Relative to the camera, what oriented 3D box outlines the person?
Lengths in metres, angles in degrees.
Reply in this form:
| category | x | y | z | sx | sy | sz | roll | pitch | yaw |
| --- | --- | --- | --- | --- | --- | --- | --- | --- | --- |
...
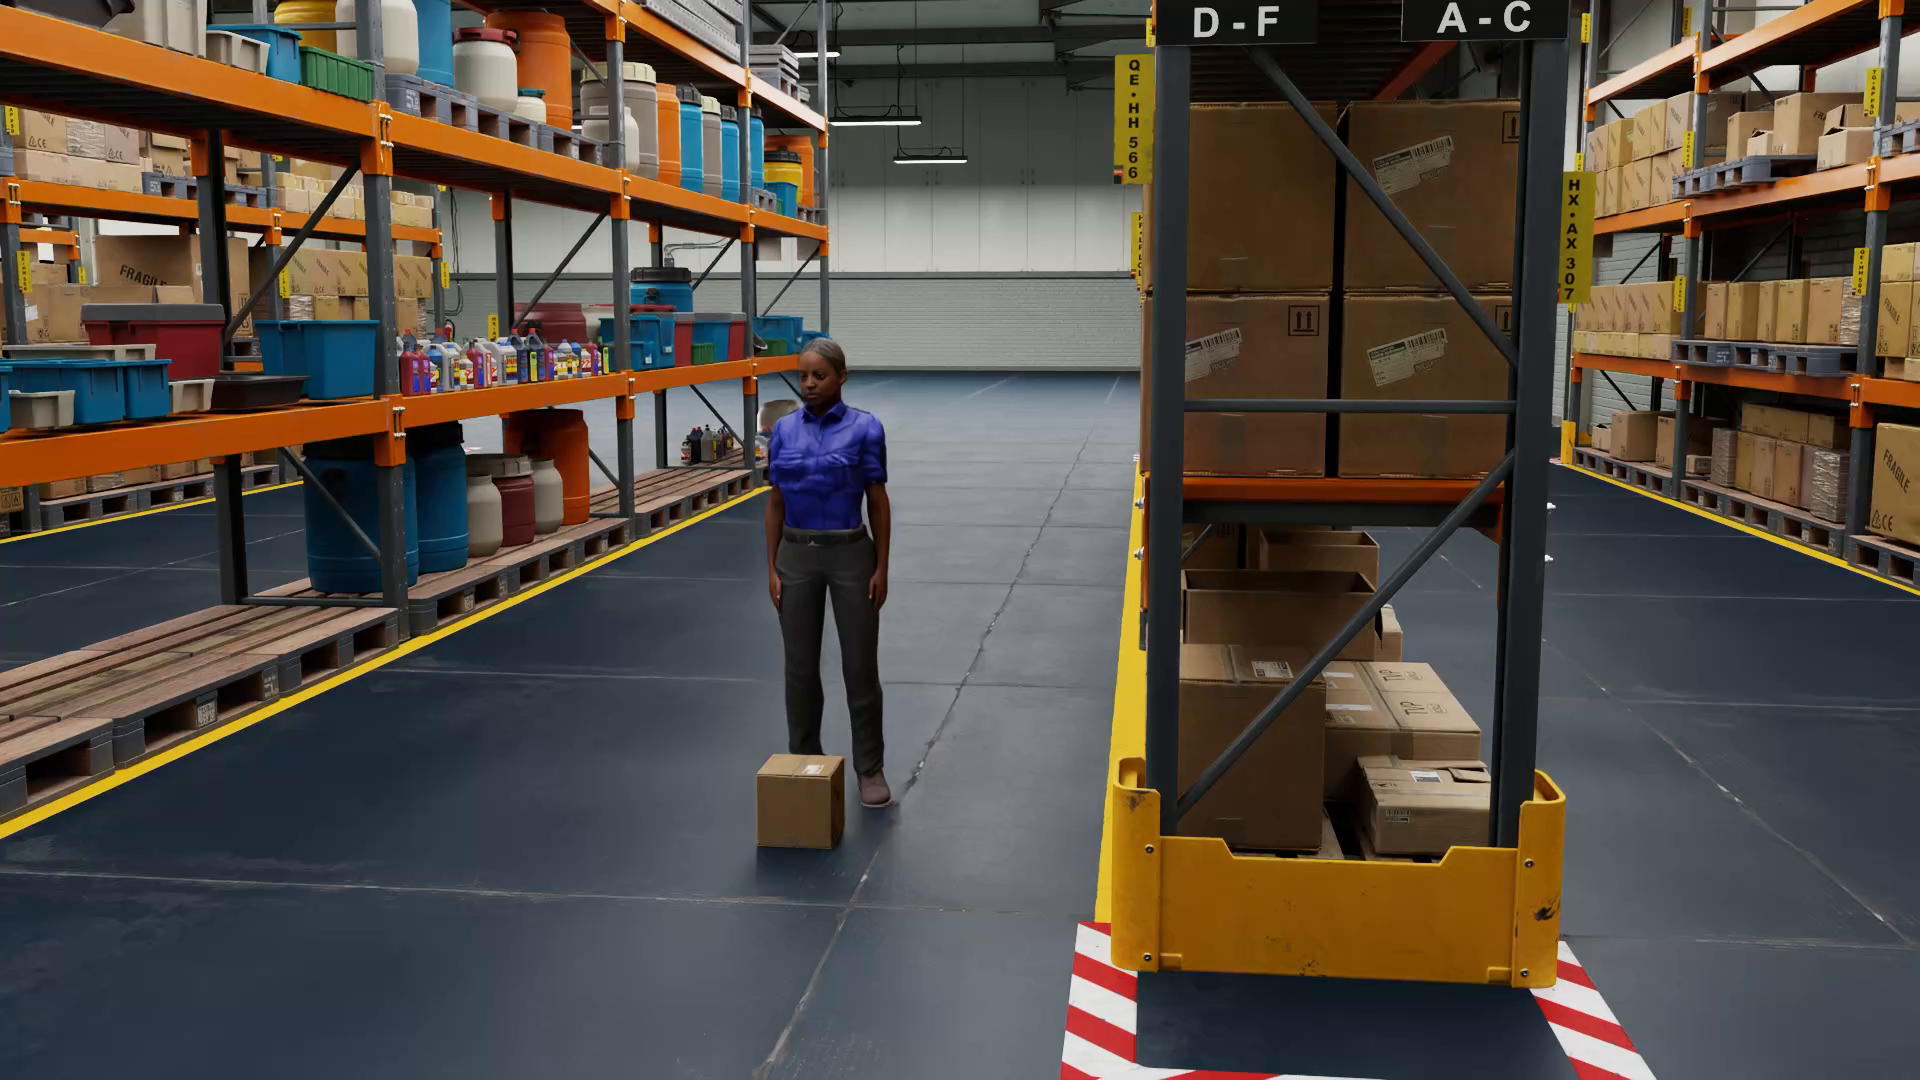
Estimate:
| category | x | y | z | sx | sy | sz | roll | pitch | yaw |
| --- | --- | --- | --- | --- | --- | --- | --- | --- | --- |
| person | -0.471 | 0.119 | 5.960 | 0.468 | 1.679 | 0.318 | 1 | 8 | 7 |
